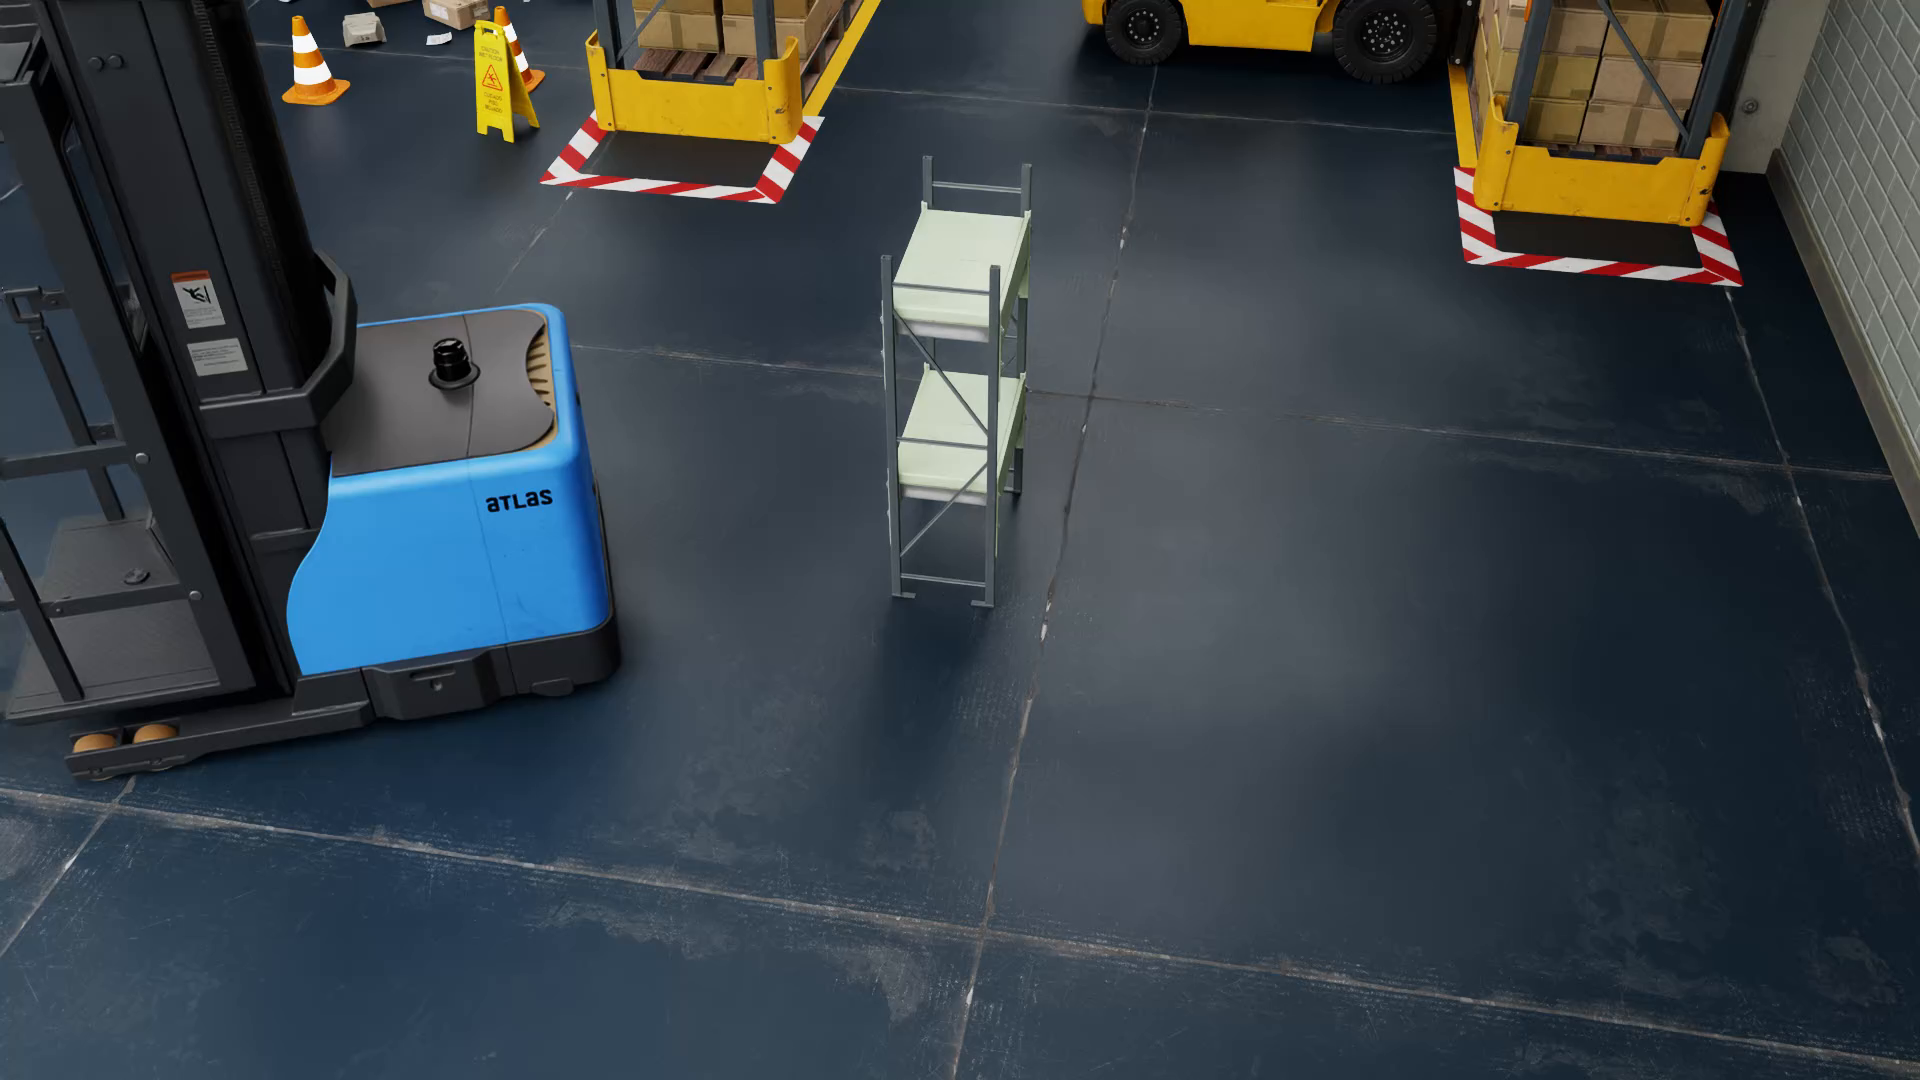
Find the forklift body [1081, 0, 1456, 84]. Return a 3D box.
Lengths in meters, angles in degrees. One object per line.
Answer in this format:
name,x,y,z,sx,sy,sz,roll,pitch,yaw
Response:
forklift body,1.899,-4.048,9.958,2.313,2.155,1.214,6,40,8

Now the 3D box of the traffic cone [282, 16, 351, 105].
traffic cone,-3.870,-2.872,9.861,0.336,0.463,0.334,6,40,8

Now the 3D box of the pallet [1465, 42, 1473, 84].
pallet,3.672,-3.157,10.403,1.003,0.211,1.213,6,40,8

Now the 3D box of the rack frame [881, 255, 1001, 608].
rack frame,-0.064,-0.344,5.989,0.400,1.500,0.023,6,40,8

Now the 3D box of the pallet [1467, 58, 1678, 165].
pallet,3.458,-2.394,9.479,1.003,0.211,1.213,6,40,8

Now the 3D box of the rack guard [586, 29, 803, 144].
rack guard,-1.509,-2.613,9.518,1.175,0.500,0.348,6,40,8

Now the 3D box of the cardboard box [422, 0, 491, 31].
cardboard box,-3.285,-3.475,10.836,0.380,0.149,0.250,28,47,30

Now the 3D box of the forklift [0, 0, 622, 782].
forklift,-2.815,-0.671,5.262,3.031,2.935,1.130,-9,40,-11

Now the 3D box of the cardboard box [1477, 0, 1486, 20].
cardboard box,3.310,-3.258,9.773,0.500,0.250,0.500,6,40,7

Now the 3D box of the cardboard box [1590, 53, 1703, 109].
cardboard box,3.653,-2.551,8.917,0.500,0.250,0.500,7,40,8

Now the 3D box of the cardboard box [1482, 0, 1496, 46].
cardboard box,3.241,-2.932,9.378,0.500,0.250,0.500,6,40,7

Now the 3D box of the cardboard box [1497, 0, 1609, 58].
cardboard box,3.140,-2.795,8.820,0.500,0.250,0.500,8,40,9

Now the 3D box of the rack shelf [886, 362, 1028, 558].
rack shelf,-0.001,-0.323,6.475,0.431,0.370,0.720,6,40,8

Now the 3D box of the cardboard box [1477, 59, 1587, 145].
cardboard box,3.137,-2.416,9.146,0.500,0.250,0.500,7,40,8

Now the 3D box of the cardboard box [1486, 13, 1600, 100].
cardboard box,3.144,-2.619,8.999,0.500,0.250,0.500,6,40,7

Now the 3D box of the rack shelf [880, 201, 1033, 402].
rack shelf,-0.001,-0.875,6.018,0.431,0.370,0.720,6,40,8

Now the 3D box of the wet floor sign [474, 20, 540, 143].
wet floor sign,-2.609,-2.620,9.413,0.267,0.644,0.232,20,44,23

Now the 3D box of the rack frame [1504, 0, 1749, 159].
rack frame,3.367,-2.984,8.005,1.000,3.000,0.127,6,40,8

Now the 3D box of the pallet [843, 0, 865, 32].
pallet,-1.120,-3.771,11.146,1.003,0.211,1.213,6,40,8

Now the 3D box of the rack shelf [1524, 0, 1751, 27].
rack shelf,3.713,-3.962,9.752,1.077,0.370,4.000,6,40,8

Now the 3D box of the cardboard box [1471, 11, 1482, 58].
cardboard box,3.328,-3.040,9.901,0.500,0.250,0.500,7,40,8

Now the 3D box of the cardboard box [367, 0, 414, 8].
cardboard box,-3.712,-3.948,11.130,0.797,0.503,0.637,-20,44,-23

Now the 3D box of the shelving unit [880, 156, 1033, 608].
shelving unit,-0.001,-0.574,6.267,0.431,1.500,0.755,6,40,8

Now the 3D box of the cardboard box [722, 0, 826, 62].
cardboard box,-1.110,-3.107,9.982,0.500,0.250,0.500,6,40,7

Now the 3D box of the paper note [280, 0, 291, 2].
paper note,-4.479,-3.637,11.126,0.144,0.017,0.142,20,44,23

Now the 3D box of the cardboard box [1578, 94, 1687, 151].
cardboard box,3.645,-2.373,9.094,0.500,0.250,0.500,7,40,8

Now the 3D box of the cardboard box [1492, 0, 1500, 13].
cardboard box,3.222,-3.116,9.208,0.500,0.250,0.500,7,40,8

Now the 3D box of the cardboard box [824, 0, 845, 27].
cardboard box,-1.014,-3.426,10.368,0.500,0.250,0.500,8,40,9

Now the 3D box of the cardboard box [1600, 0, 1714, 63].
cardboard box,3.637,-2.752,8.768,0.500,0.250,0.500,6,40,7

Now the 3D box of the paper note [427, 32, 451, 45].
paper note,-3.319,-3.197,10.593,0.148,0.019,0.142,-6,40,-8

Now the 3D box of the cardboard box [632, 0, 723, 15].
cardboard box,-1.640,-3.452,9.810,0.500,0.500,0.500,7,40,8

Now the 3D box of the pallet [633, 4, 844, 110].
pallet,-1.334,-3.008,10.222,1.003,0.211,1.213,6,40,8

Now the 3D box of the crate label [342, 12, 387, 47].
crate label,-3.795,-3.247,10.570,0.250,0.136,0.298,-13,41,-15

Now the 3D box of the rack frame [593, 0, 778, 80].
rack frame,-1.522,-3.529,8.664,1.000,3.000,0.127,6,40,8

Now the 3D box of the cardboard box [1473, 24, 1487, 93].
cardboard box,3.233,-2.727,9.522,0.500,0.250,0.500,6,40,8

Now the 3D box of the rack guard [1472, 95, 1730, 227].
rack guard,3.363,-2.005,8.783,1.175,0.500,0.348,6,40,8

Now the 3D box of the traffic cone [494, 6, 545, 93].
traffic cone,-2.718,-2.963,9.971,0.336,0.463,0.334,6,40,8

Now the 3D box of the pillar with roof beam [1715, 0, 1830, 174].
pillar with roof beam,0.135,-6.108,7.076,9.100,9.000,0.400,6,40,8

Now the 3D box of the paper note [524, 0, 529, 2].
paper note,-2.883,-3.629,11.131,0.032,0.001,0.123,6,40,8

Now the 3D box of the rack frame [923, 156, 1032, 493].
rack frame,0.062,-0.804,6.545,0.400,1.500,0.023,6,40,8

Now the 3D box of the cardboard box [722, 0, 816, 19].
cardboard box,-1.107,-3.411,9.761,0.500,0.500,0.500,5,40,6

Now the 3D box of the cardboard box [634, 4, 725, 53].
cardboard box,-1.643,-3.183,10.074,0.500,0.250,0.500,6,40,7
